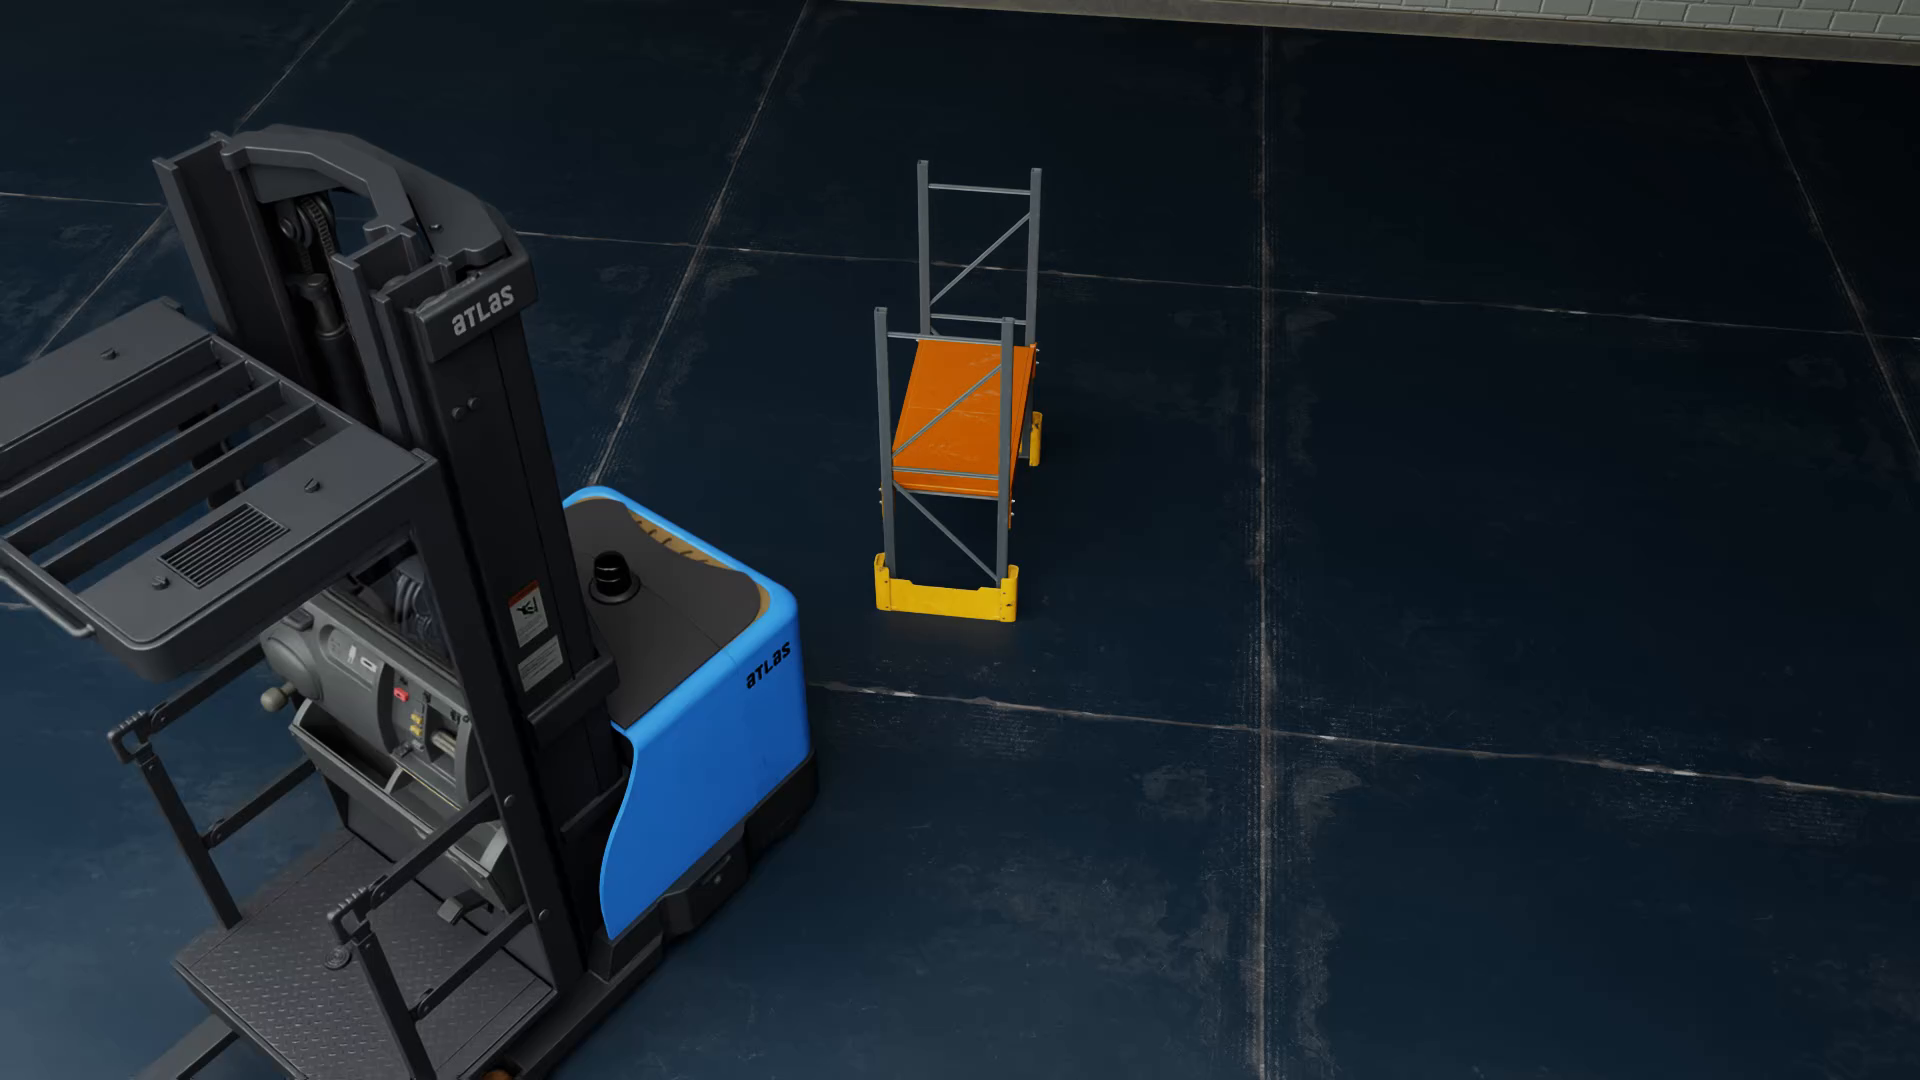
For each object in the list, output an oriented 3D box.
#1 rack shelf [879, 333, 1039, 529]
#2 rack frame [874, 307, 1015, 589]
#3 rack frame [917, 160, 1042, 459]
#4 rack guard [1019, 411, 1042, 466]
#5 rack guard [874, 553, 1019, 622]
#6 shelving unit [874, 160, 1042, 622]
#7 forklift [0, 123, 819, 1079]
[{"bbox_3d":[0.011,-0.472,6.919,0.538,0.185,1.000,5,44,6],"label":"rack shelf"},{"bbox_3d":[-0.056,-0.256,6.430,0.500,1.500,0.032,5,44,6],"label":"rack frame"},{"bbox_3d":[0.078,-0.949,7.162,0.500,1.500,0.032,5,44,6],"label":"rack frame"},{"bbox_3d":[0.076,-0.482,7.577,0.587,0.250,0.087,5,44,6],"label":"rack guard"},{"bbox_3d":[-0.056,0.197,6.860,0.587,0.250,0.087,5,44,6],"label":"rack guard"},{"bbox_3d":[0.010,-0.597,6.789,0.587,1.500,1.083,5,44,6],"label":"shelving unit"},{"bbox_3d":[-1.816,0.503,4.587,1.130,2.935,3.031,28,50,26],"label":"forklift"}]
